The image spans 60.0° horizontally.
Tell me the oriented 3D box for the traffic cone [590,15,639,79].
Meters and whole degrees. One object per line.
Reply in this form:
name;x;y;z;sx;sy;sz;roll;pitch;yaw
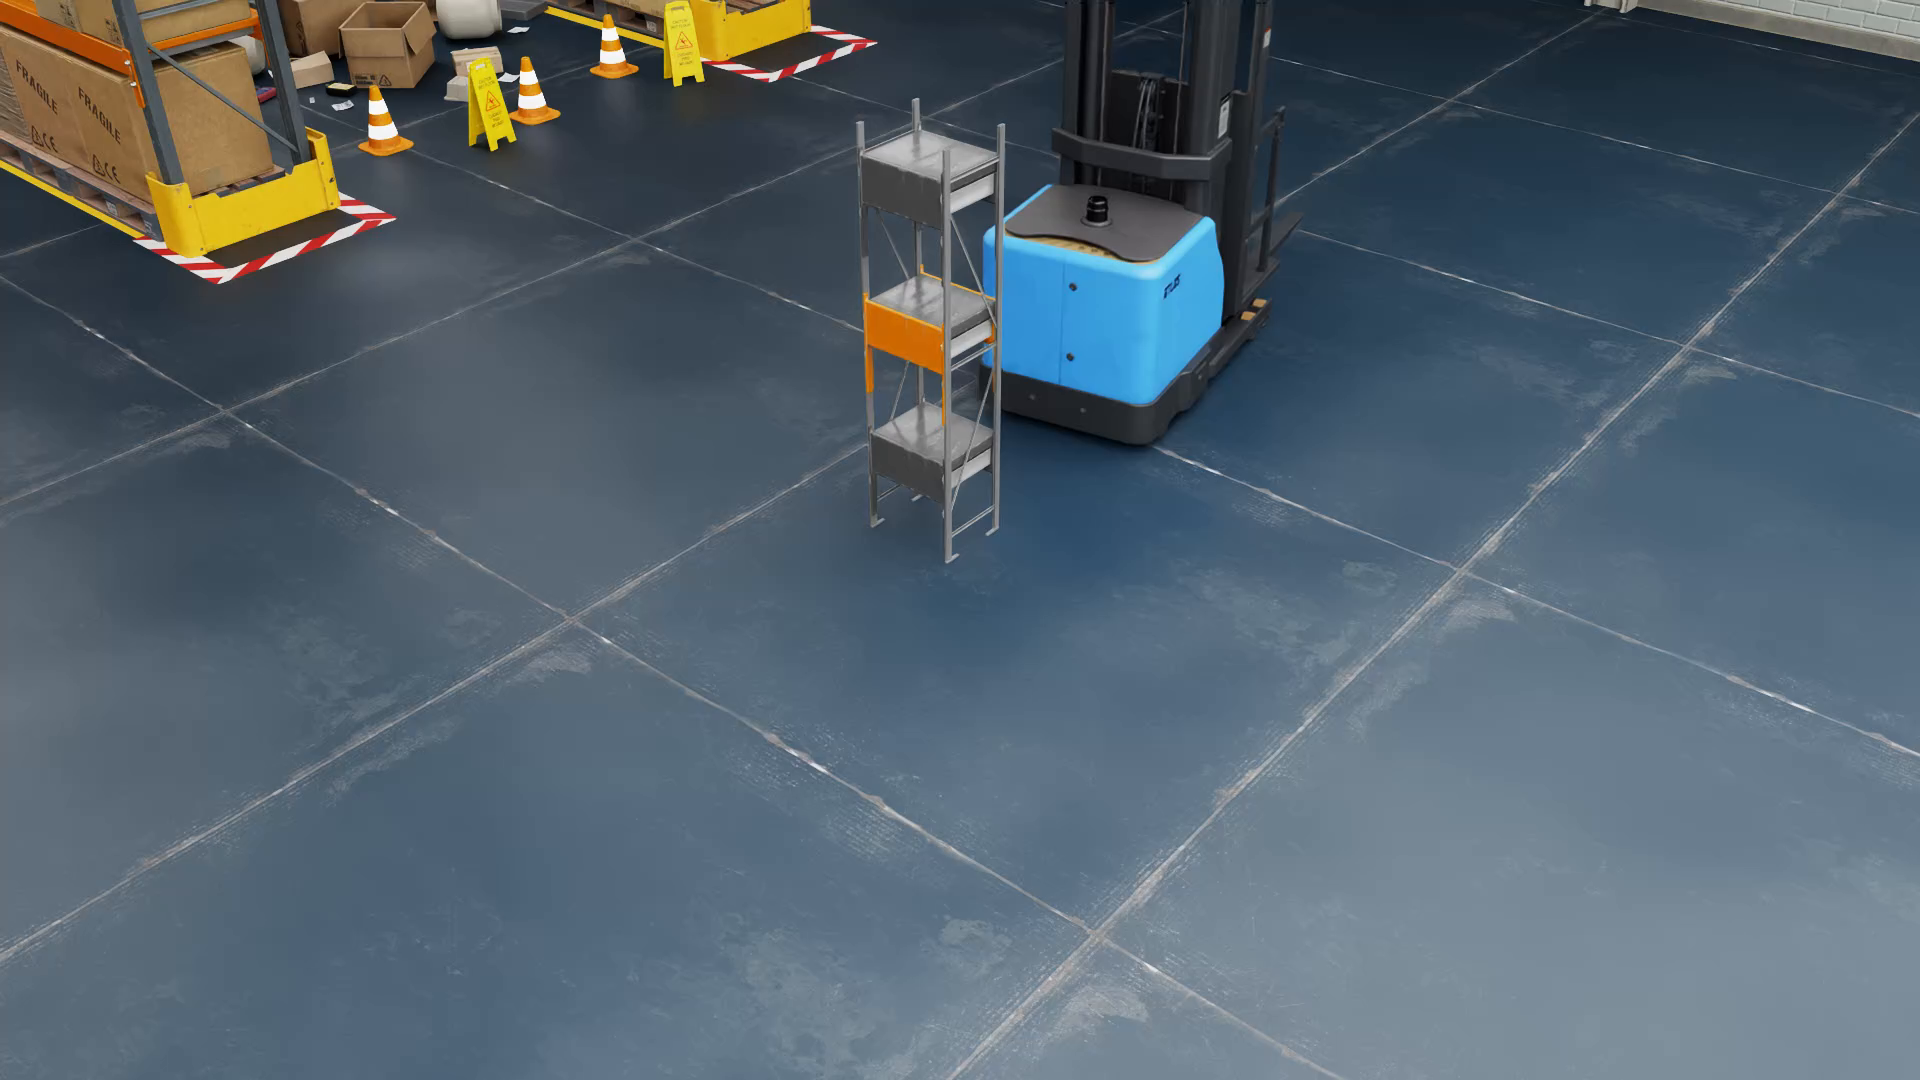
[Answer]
traffic cone;-2.910;-4.144;13.876;0.334;0.463;0.336;25;42;32

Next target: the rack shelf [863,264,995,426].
rack shelf;-0.127;-0.914;7.751;0.480;0.518;0.431;25;42;32

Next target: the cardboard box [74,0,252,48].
cardboard box;-5.158;-3.582;10.684;0.550;0.550;0.875;25;42;32

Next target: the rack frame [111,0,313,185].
rack frame;-4.844;-3.405;10.559;0.127;3.000;1.000;25;42;32

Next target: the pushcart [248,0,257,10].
pushcart;-6.249;-4.953;15.130;0.936;0.377;1.648;12;36;16

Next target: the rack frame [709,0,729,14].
rack frame;-1.754;-5.596;13.748;0.127;3.000;1.000;25;42;32

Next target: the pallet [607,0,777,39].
pallet;-2.414;-4.783;15.029;1.213;0.211;1.003;25;42;32

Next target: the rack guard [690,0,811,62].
rack guard;-1.813;-4.593;14.496;0.348;0.500;1.175;25;42;32

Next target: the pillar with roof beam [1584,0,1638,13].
pillar with roof beam;3.317;-6.828;10.243;0.400;9.000;9.100;25;42;32

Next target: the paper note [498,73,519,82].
paper note;-3.754;-3.848;13.826;0.142;0.019;0.148;12;36;16

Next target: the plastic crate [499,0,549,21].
plastic crate;-4.146;-4.916;15.337;0.583;0.080;0.402;12;36;16

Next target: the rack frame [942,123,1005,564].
rack frame;0.060;-0.837;7.614;0.015;2.100;0.400;25;42;32

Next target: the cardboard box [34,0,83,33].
cardboard box;-5.594;-3.772;10.960;0.550;0.550;0.875;25;42;32

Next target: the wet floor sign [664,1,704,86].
wet floor sign;-2.293;-4.091;13.637;0.267;0.644;0.232;-18;38;-25

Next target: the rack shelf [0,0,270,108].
rack shelf;-6.381;-3.833;11.818;4.000;0.370;1.077;25;42;32

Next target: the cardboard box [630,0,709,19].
cardboard box;-2.566;-4.820;14.676;0.500;0.250;0.500;25;42;32

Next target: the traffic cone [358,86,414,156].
traffic cone;-4.343;-3.170;12.457;0.334;0.463;0.336;25;42;32

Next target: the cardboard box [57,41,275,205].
cardboard box;-5.407;-2.920;11.358;0.875;0.875;0.875;26;42;32

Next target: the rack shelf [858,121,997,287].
rack shelf;-0.127;-1.491;7.354;0.480;0.518;0.431;25;42;32

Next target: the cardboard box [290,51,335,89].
cardboard box;-5.418;-3.906;13.703;0.396;0.266;0.258;-26;42;-32

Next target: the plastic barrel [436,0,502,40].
plastic barrel;-4.310;-4.623;14.608;0.512;0.421;0.421;-6;35;-8

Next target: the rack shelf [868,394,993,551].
rack shelf;-0.127;-0.337;8.147;0.480;0.518;0.431;25;42;32

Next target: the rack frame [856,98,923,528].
rack frame;-0.315;-1.014;7.872;0.015;2.100;0.400;25;42;32

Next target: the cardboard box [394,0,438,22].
cardboard box;-4.875;-5.035;15.138;0.500;0.500;0.500;-6;35;-8

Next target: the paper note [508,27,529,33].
paper note;-3.948;-4.570;14.878;0.148;0.019;0.142;12;36;16

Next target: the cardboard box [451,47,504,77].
cardboard box;-4.053;-4.016;13.967;0.380;0.149;0.250;-12;36;-17

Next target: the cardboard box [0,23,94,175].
cardboard box;-6.085;-3.237;11.820;0.875;0.875;0.875;25;41;31

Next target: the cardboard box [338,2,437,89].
cardboard box;-4.724;-4.101;13.778;0.637;0.503;0.797;0;34;0

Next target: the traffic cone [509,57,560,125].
traffic cone;-3.359;-3.538;12.994;0.334;0.463;0.336;25;42;32

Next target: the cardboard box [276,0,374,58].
cardboard box;-5.448;-4.492;14.227;0.503;0.637;0.797;25;42;32

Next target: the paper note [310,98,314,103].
paper note;-5.222;-3.545;13.403;0.032;0.001;0.123;-12;36;-17

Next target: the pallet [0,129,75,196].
pallet;-6.442;-2.954;12.364;1.213;0.211;1.003;25;42;32

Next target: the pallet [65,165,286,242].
pallet;-5.508;-2.512;11.721;1.213;0.211;1.003;25;42;32

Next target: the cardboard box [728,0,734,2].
cardboard box;-2.197;-5.048;15.009;0.500;0.250;0.500;25;42;31

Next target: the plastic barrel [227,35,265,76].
plastic barrel;-6.064;-4.049;13.772;0.512;0.421;0.421;-6;35;-8

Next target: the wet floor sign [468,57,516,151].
wet floor sign;-3.554;-3.286;12.465;0.232;0.644;0.267;18;38;24

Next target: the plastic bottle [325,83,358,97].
plastic bottle;-5.062;-3.668;13.538;0.283;0.061;0.133;12;36;16

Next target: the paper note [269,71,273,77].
paper note;-5.703;-3.931;13.955;0.172;0.023;0.155;-18;38;-25

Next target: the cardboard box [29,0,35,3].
cardboard box;-5.944;-4.029;11.335;0.550;0.550;0.875;25;42;32

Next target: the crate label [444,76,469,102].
crate label;-4.003;-3.662;13.461;0.298;0.136;0.250;6;35;8

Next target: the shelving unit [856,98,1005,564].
shelving unit;-0.127;-0.926;7.743;0.503;2.100;0.431;25;42;32

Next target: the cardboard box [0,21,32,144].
cardboard box;-6.784;-3.568;12.302;0.875;0.875;0.875;26;42;32

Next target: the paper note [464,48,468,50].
paper note;-4.311;-4.216;14.373;0.148;0.019;0.142;-18;38;-25

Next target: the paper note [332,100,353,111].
paper note;-4.930;-3.472;13.281;0.144;0.017;0.142;-18;38;-25

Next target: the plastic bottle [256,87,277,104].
plastic bottle;-5.623;-3.610;13.453;0.133;0.061;0.283;12;36;16

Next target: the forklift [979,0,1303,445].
forklift;1.252;-2.529;9.343;1.130;2.935;3.031;17;38;23

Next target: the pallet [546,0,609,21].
pallet;-3.348;-5.225;15.672;1.213;0.211;1.003;25;42;32

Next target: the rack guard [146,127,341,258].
rack guard;-4.825;-2.366;11.254;0.348;0.500;1.175;25;42;32

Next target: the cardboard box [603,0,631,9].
cardboard box;-2.941;-5.002;14.942;0.500;0.250;0.500;25;42;32
